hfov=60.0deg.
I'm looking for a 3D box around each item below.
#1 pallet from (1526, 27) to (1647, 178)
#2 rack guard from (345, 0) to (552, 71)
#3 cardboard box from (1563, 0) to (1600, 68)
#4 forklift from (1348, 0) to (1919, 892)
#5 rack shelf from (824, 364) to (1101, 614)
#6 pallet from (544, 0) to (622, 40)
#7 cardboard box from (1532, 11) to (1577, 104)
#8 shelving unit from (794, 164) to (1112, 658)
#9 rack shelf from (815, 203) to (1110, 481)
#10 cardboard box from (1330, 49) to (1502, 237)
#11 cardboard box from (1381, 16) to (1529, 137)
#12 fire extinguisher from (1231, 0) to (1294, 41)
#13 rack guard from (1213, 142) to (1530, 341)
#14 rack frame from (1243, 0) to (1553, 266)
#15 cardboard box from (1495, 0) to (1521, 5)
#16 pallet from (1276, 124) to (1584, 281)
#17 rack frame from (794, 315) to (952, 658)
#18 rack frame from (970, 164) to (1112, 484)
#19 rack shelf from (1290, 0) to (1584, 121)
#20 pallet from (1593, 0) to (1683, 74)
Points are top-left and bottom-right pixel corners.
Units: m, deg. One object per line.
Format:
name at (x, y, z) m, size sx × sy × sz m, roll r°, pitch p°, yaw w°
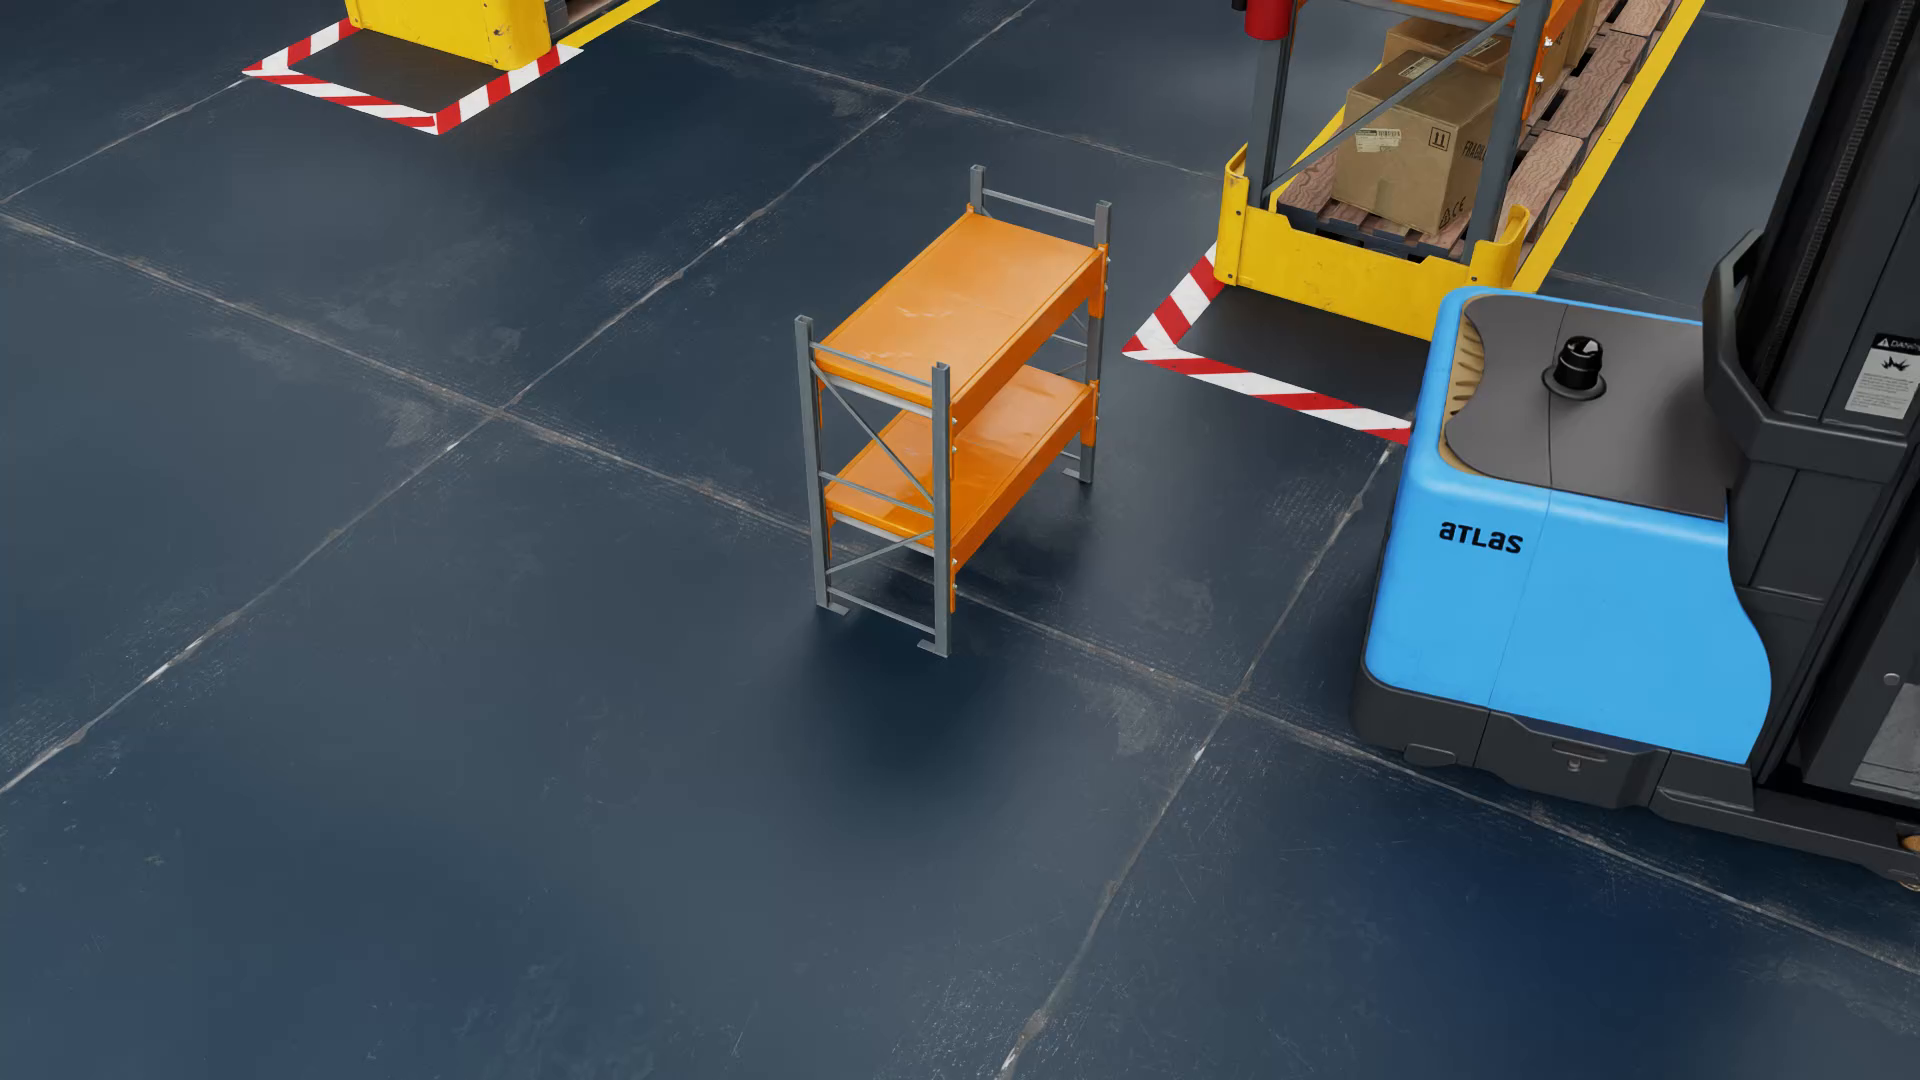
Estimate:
pallet at (2.686, -2.237, 8.131) m, size 1.003 × 0.211 × 1.213 m, roll 21°, pitch 45°, yaw 22°
rack guard at (-2.692, -2.851, 8.609) m, size 1.175 × 0.500 × 0.348 m, roll 21°, pitch 45°, yaw 22°
cardboard box at (2.843, -2.673, 8.089) m, size 0.500 × 0.500 × 0.500 m, roll 17°, pitch 44°, yaw 18°
forklift at (2.748, -0.476, 4.072) m, size 3.031 × 2.935 × 1.130 m, roll 12°, pitch 43°, yaw 13°
rack shelf at (0.003, -0.243, 5.544) m, size 0.538 × 0.278 × 1.000 m, roll 21°, pitch 45°, yaw 22°
pallet at (-2.280, -3.205, 9.230) m, size 1.003 × 0.211 × 1.213 m, roll 21°, pitch 45°, yaw 22°
cardboard box at (2.525, -2.368, 7.743) m, size 0.500 × 0.500 × 0.500 m, roll 25°, pitch 47°, yaw 26°
shelving unit at (0.003, -0.426, 5.383) m, size 0.538 × 1.125 × 1.048 m, roll 21°, pitch 45°, yaw 22°
rack shelf at (0.003, -0.646, 5.189) m, size 0.538 × 0.278 × 1.000 m, roll 21°, pitch 45°, yaw 22°
cardboard box at (1.926, -1.663, 6.942) m, size 0.500 × 0.500 × 0.500 m, roll 30°, pitch 49°, yaw 29°
cardboard box at (2.196, -2.016, 7.344) m, size 0.500 × 0.500 × 0.500 m, roll -33°, pitch 51°, yaw -32°
fire extinguisher at (1.143, -2.150, 5.980) m, size 0.296 × 0.674 × 0.183 m, roll 21°, pitch 45°, yaw 22°
rack guard at (1.637, -1.197, 6.731) m, size 1.175 × 0.500 × 0.348 m, roll 21°, pitch 45°, yaw 22°
rack frame at (1.599, -2.092, 5.856) m, size 1.000 × 3.000 × 0.127 m, roll 21°, pitch 45°, yaw 22°
cardboard box at (1.948, -2.082, 6.034) m, size 0.380 × 0.149 × 0.250 m, roll 21°, pitch 45°, yaw 22°
pallet at (2.074, -1.542, 7.341) m, size 1.003 × 0.211 × 1.213 m, roll 21°, pitch 45°, yaw 22°
rack frame at (-0.251, -0.135, 5.052) m, size 0.500 × 1.125 × 0.032 m, roll 21°, pitch 45°, yaw 22°
rack frame at (0.258, -0.717, 5.713) m, size 0.500 × 1.125 × 0.032 m, roll 21°, pitch 45°, yaw 22°
rack shelf at (2.600, -2.966, 7.393) m, size 1.077 × 0.370 × 4.000 m, roll 21°, pitch 45°, yaw 22°
pallet at (3.295, -2.938, 8.926) m, size 1.003 × 0.211 × 1.213 m, roll 21°, pitch 45°, yaw 22°
